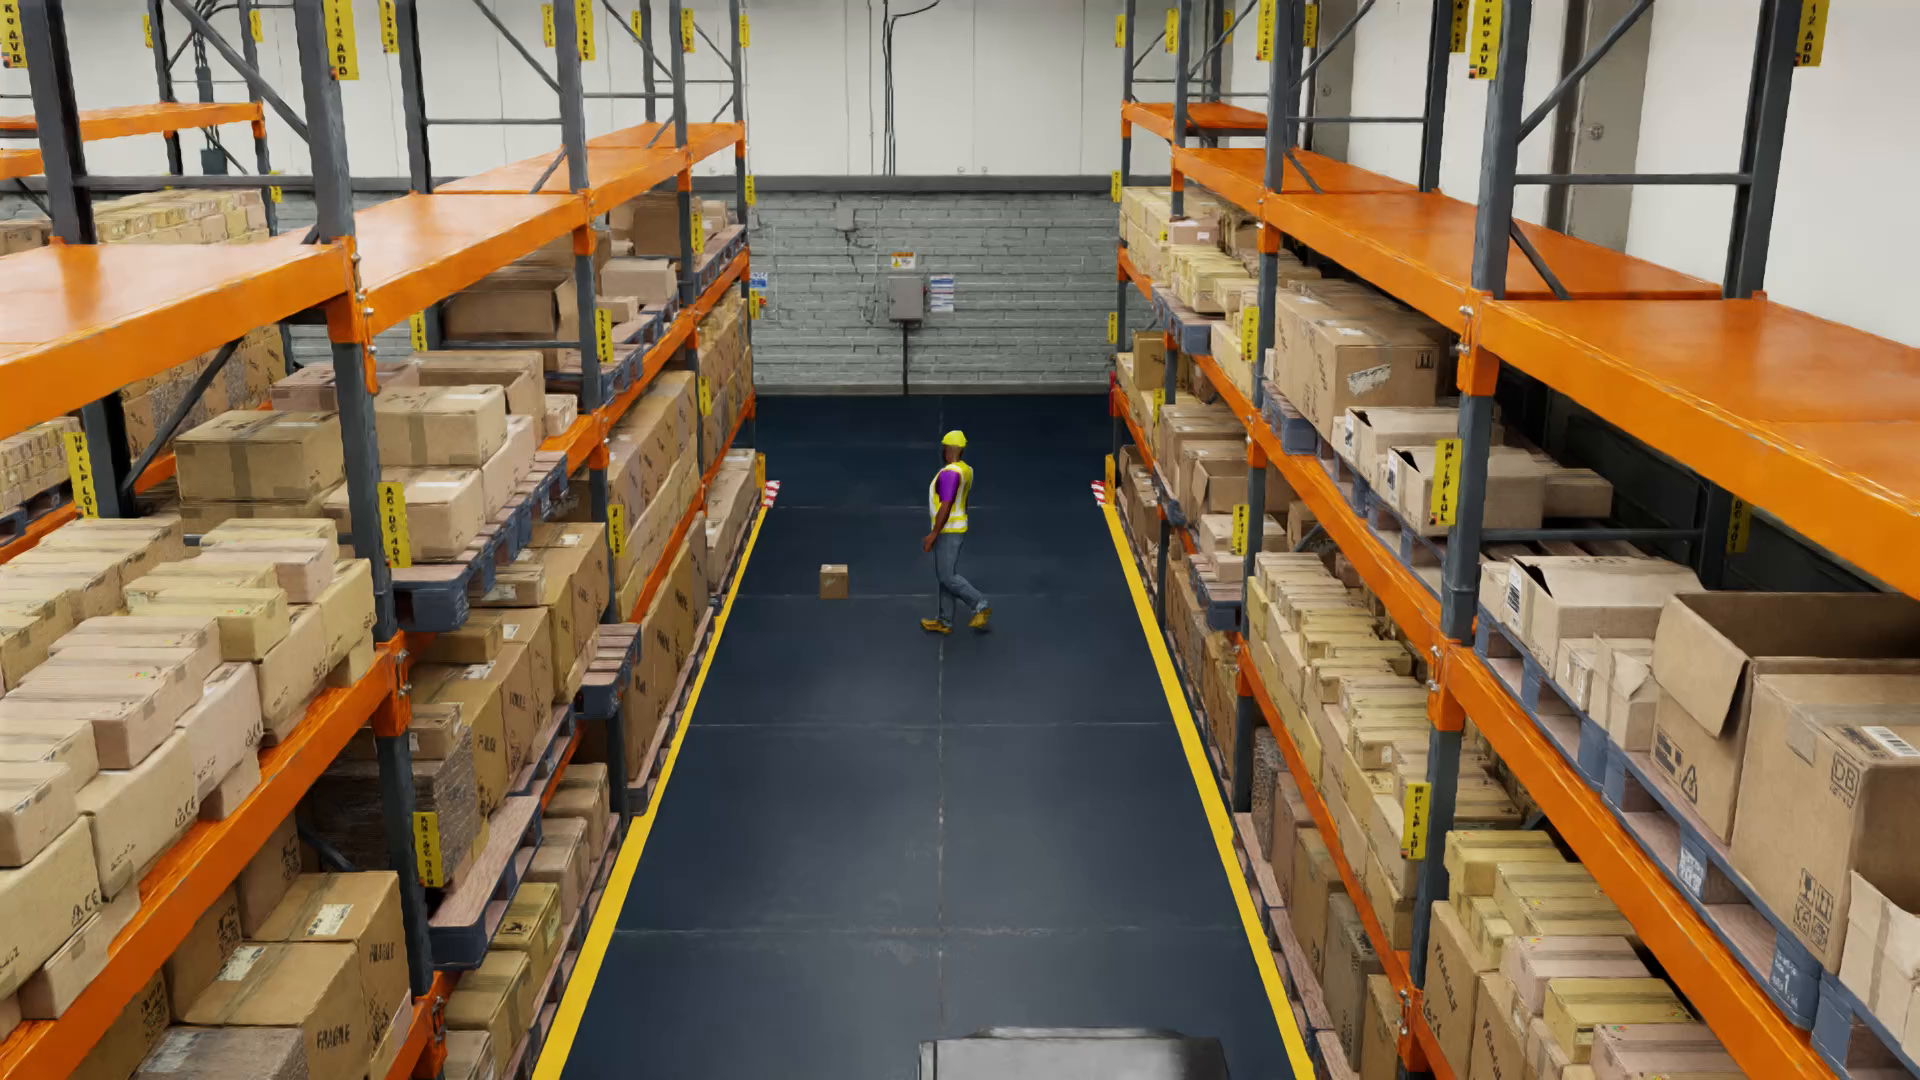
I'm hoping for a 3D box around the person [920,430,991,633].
[{"bbox_3d":[-0.035,-0.072,14.371,0.622,1.738,0.622,1,17,3],"label":"person"}]
